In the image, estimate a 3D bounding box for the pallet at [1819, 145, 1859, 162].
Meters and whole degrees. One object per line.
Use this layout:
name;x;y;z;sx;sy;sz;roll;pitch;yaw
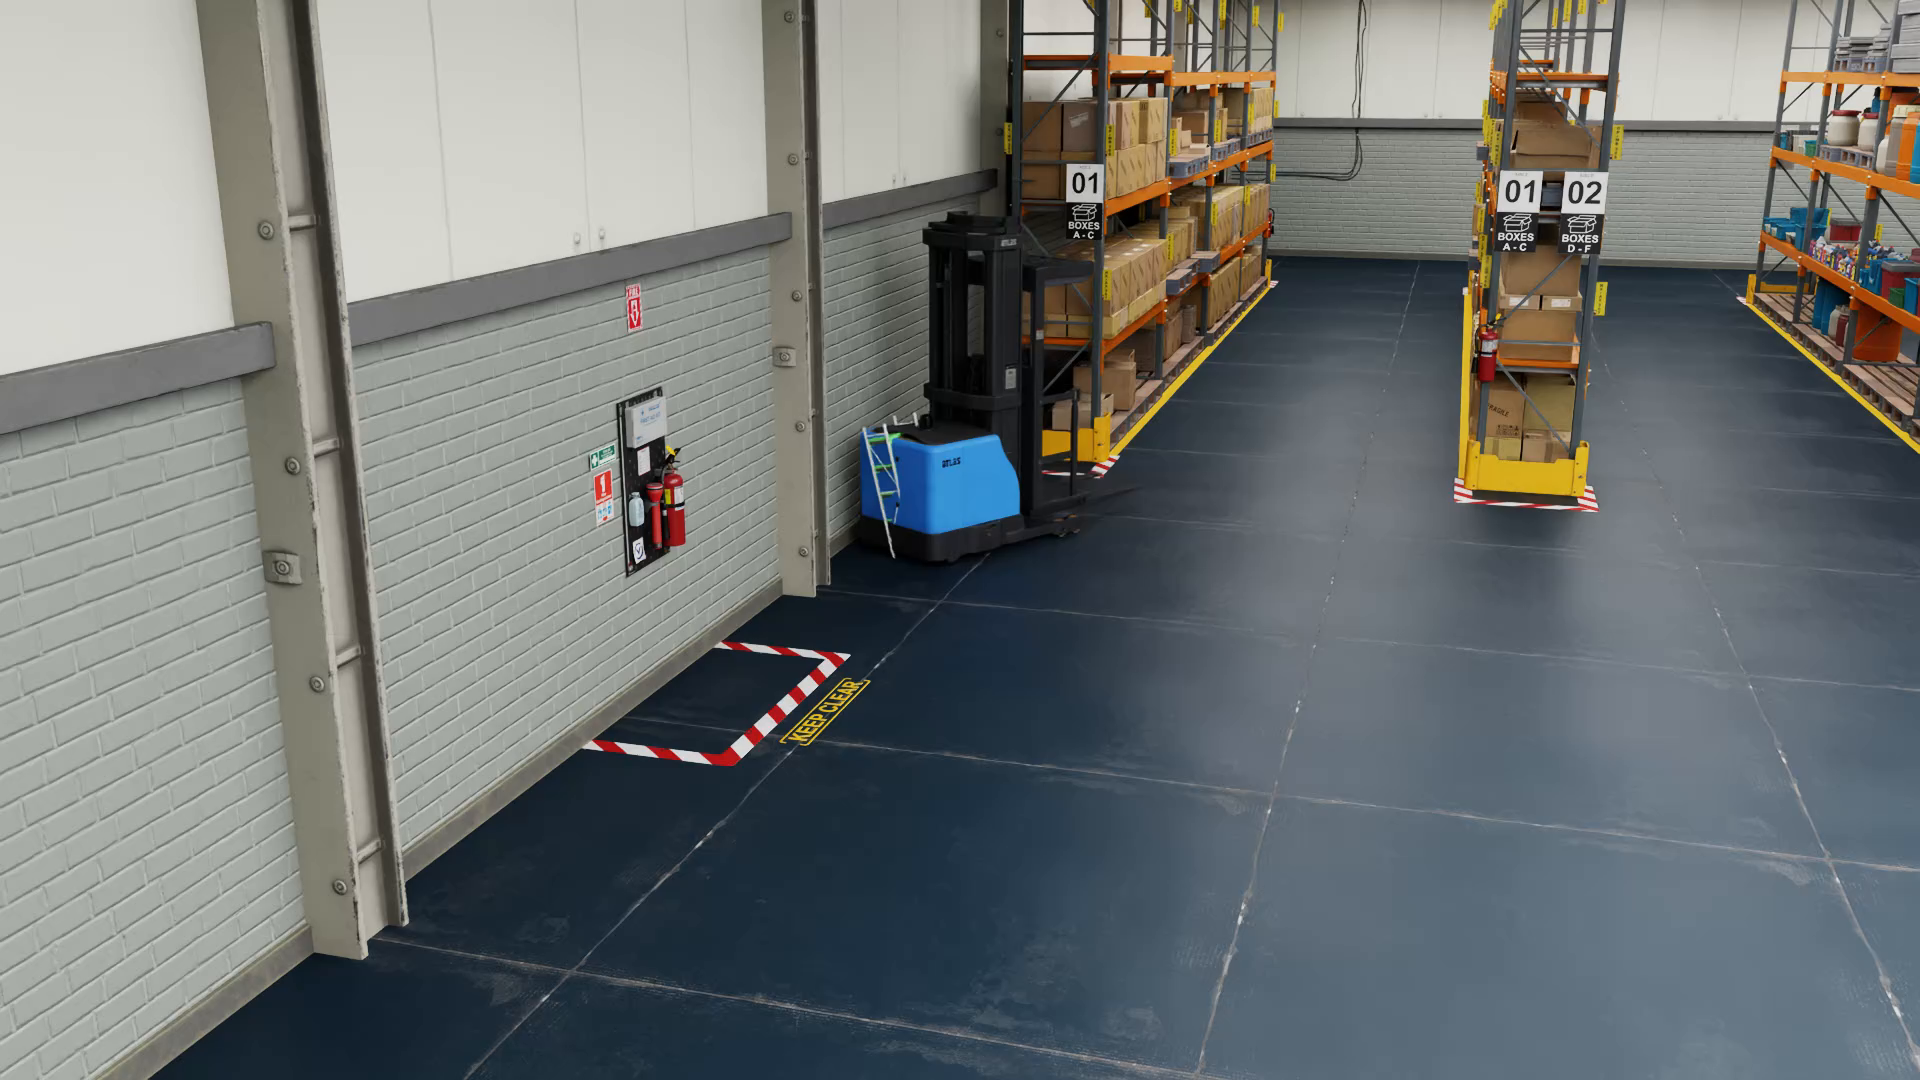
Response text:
pallet;13.827;-5.869;25.294;1.213;0.211;1.003;5;16;16

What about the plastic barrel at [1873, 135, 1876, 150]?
plastic barrel;12.984;-5.553;23.319;0.301;0.262;0.301;0;16;0

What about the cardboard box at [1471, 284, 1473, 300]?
cardboard box;9.311;-4.400;29.387;0.500;0.311;0.500;5;16;16

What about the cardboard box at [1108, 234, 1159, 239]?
cardboard box;2.362;-3.795;22.143;0.700;0.500;0.500;5;16;16

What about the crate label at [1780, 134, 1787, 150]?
crate label;14.521;-6.931;28.965;0.408;0.251;0.502;5;16;16

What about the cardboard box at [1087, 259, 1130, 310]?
cardboard box;1.622;-2.887;18.794;0.500;0.500;0.500;5;16;16

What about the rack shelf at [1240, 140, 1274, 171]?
rack shelf;5.026;-7.118;30.670;1.077;0.370;4.000;5;16;16

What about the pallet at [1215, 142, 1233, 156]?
pallet;3.768;-6.269;26.704;1.003;0.211;1.213;5;17;18

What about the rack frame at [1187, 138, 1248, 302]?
rack frame;4.458;-5.498;29.136;1.000;3.000;0.127;5;16;16

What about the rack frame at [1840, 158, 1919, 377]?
rack frame;12.820;-3.683;22.738;1.000;3.000;0.127;5;16;16

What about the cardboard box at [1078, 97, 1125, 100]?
cardboard box;1.771;-5.281;20.821;0.500;0.500;0.500;5;17;17

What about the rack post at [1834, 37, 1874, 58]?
rack post;13.687;-7.361;24.851;0.937;0.300;0.954;4;16;15

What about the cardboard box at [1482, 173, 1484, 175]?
cardboard box;9.825;-6.457;30.503;0.500;0.500;0.500;5;17;16

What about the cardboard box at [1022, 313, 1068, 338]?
cardboard box;0.995;-2.433;18.569;0.500;0.250;0.500;5;17;17

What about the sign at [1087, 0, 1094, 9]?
sign;1.651;-6.858;20.936;0.100;0.325;0.005;5;16;16

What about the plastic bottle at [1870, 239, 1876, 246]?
plastic bottle;14.009;-4.440;25.497;0.144;0.351;0.185;5;16;16

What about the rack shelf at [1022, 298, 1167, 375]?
rack shelf;1.616;-2.535;20.010;1.077;0.370;4.000;5;16;16

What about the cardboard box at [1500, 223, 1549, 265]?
cardboard box;6.673;-3.445;19.338;0.700;0.500;0.500;5;16;16

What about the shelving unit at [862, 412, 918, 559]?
shelving unit;-0.494;-0.481;14.731;0.258;1.200;0.503;-6;12;33

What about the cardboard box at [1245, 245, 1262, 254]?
cardboard box;5.630;-5.617;32.180;0.380;0.149;0.250;4;16;15

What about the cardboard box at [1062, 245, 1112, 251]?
cardboard box;1.553;-3.331;20.362;0.500;0.500;0.500;5;17;17

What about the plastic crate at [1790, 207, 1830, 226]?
plastic crate;15.177;-5.720;29.744;0.616;0.435;0.499;5;16;16

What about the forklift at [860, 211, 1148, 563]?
forklift;0.518;-1.531;15.277;3.031;2.935;1.130;-14;21;-41

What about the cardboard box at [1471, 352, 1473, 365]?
cardboard box;6.917;-2.435;21.581;0.500;0.311;0.500;5;17;17

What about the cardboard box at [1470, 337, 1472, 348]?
cardboard box;7.641;-2.833;24.011;0.500;0.250;0.500;5;16;16

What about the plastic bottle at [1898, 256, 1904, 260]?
plastic bottle;13.547;-3.954;23.928;0.097;0.271;0.097;0;16;0

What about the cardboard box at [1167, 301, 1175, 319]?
cardboard box;2.803;-3.350;23.962;0.500;0.250;0.500;5;16;16

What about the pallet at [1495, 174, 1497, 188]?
pallet;6.717;-4.197;19.215;1.003;0.211;1.213;5;16;16

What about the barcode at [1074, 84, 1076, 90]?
barcode;1.377;-5.431;19.924;0.001;0.075;0.075;5;16;16

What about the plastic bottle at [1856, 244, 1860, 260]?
plastic bottle;13.871;-4.451;25.536;0.144;0.351;0.185;5;16;16

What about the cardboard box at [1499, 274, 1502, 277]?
cardboard box;6.163;-2.856;18.450;0.380;0.149;0.250;4;16;15

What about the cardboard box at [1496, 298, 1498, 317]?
cardboard box;6.671;-2.815;19.493;0.700;0.500;0.500;4;16;15

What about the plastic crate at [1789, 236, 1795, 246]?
plastic crate;14.017;-4.940;27.563;0.437;0.125;0.590;5;16;16

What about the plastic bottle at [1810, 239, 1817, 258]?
plastic bottle;13.405;-4.576;26.099;0.061;0.283;0.133;5;16;16

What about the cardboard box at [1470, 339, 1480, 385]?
cardboard box;6.503;-2.165;20.279;0.500;0.500;0.500;5;16;16

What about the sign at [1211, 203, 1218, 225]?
sign;3.844;-4.931;25.160;0.100;0.325;0.005;5;16;16

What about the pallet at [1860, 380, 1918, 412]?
pallet;12.214;-1.824;21.293;1.003;0.211;1.213;5;16;16

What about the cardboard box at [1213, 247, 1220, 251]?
cardboard box;3.873;-4.536;26.170;0.380;0.149;0.250;5;17;18

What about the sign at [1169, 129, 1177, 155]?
sign;2.707;-5.057;21.136;0.100;0.325;0.005;5;16;16

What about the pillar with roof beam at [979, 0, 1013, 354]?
pillar with roof beam;4.545;-5.161;16.954;9.100;9.000;0.400;5;16;16

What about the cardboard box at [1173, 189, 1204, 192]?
cardboard box;3.797;-5.690;27.675;0.500;0.250;0.500;4;16;14

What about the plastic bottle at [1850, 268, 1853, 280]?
plastic bottle;12.576;-3.755;23.356;0.097;0.201;0.097;0;16;0

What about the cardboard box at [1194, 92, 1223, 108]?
cardboard box;4.082;-7.341;27.775;0.500;0.250;0.500;6;17;20

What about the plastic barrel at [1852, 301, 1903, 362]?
plastic barrel;12.942;-2.970;23.433;0.600;0.830;0.708;5;16;16

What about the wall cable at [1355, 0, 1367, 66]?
wall cable;10.138;-11.609;36.121;3.097;2.526;0.112;5;16;16

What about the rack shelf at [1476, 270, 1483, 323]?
rack shelf;7.503;-3.199;22.349;1.077;0.370;4.000;5;16;16

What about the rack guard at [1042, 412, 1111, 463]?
rack guard;1.069;-1.176;18.479;1.175;0.500;0.348;5;16;16

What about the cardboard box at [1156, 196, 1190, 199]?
cardboard box;3.352;-5.287;26.253;0.500;0.250;0.500;4;16;14

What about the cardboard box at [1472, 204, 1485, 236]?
cardboard box;8.859;-5.258;27.338;0.700;0.500;0.500;-1;16;-3

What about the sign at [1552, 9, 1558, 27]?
sign;10.871;-9.524;30.336;0.100;0.325;0.005;5;16;16

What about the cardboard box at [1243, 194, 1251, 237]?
cardboard box;4.628;-5.783;29.591;0.980;0.700;0.700;5;17;17
